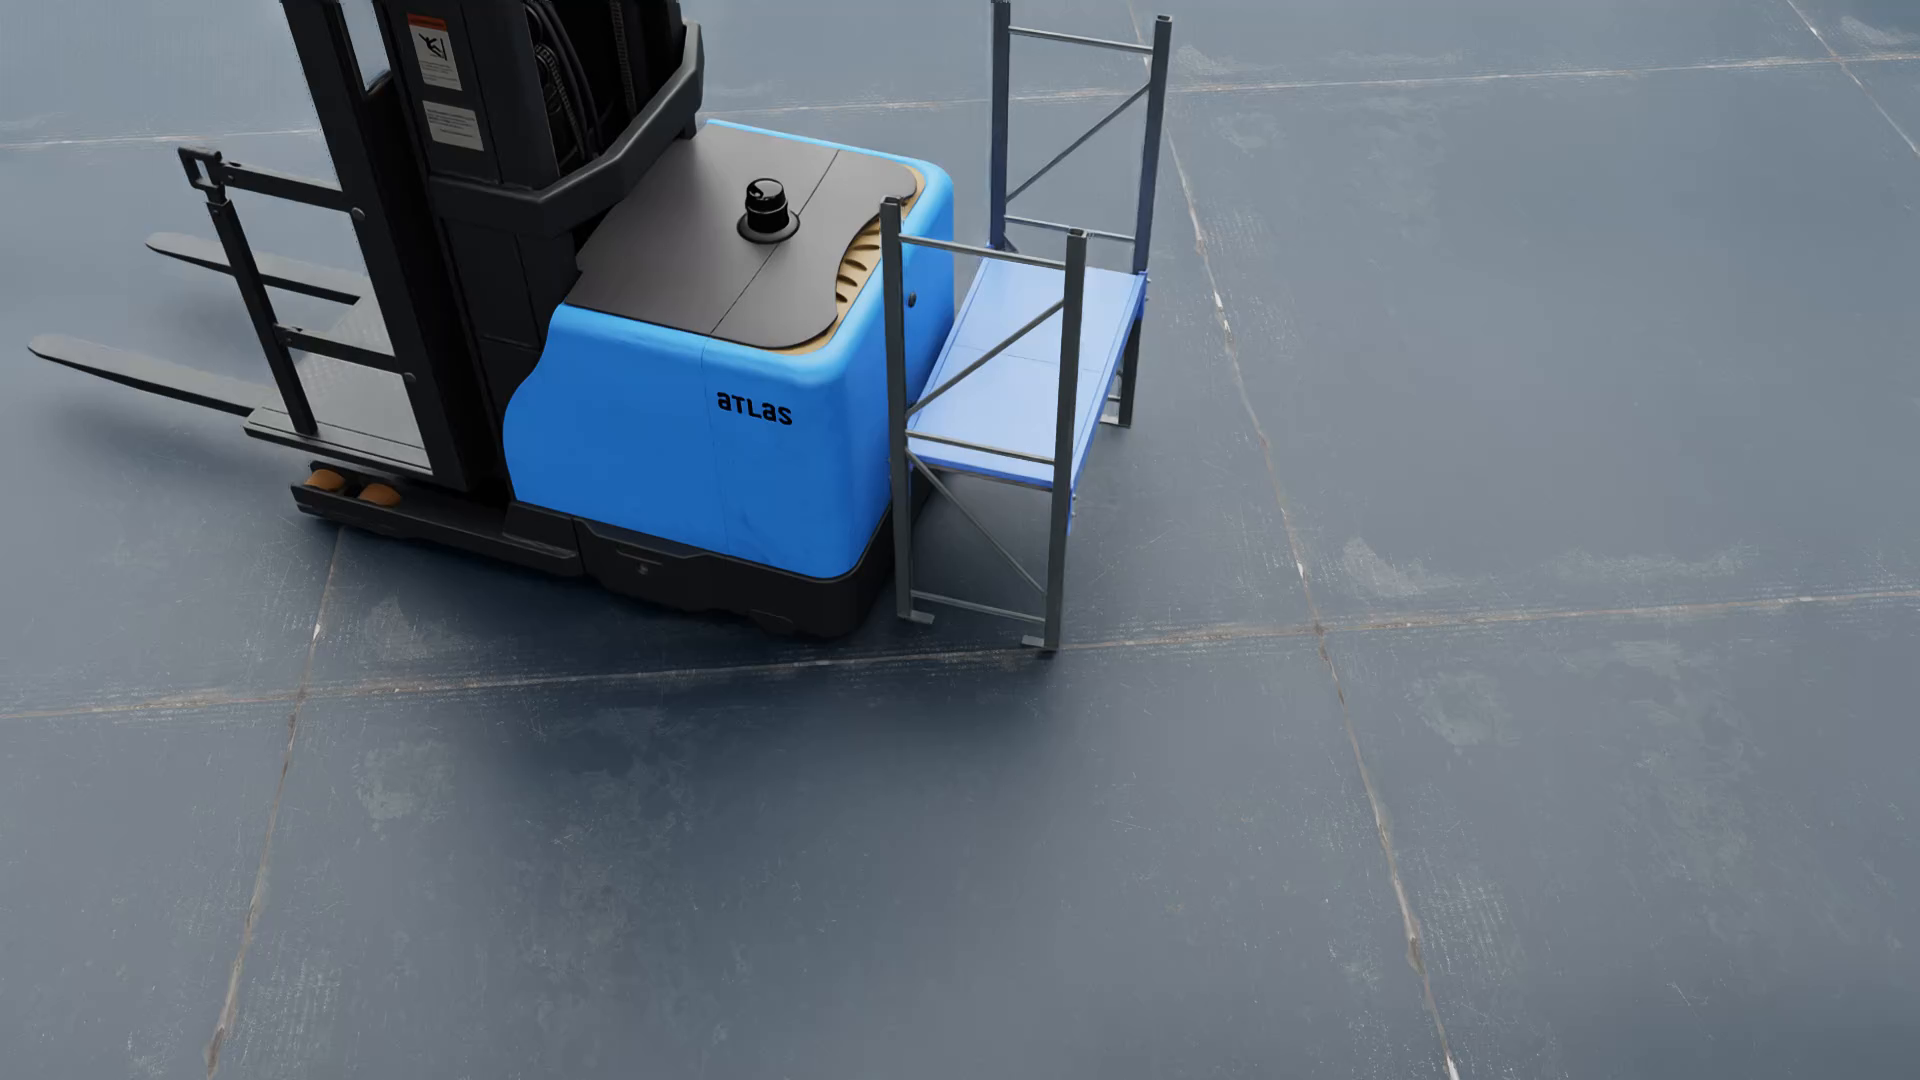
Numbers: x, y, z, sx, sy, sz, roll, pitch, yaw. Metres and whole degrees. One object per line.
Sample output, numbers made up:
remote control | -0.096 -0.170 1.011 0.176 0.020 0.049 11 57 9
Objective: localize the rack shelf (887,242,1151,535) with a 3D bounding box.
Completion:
rack shelf | 0.196 -0.475 4.915 0.538 0.185 1.000 12 48 11

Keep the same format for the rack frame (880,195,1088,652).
rack frame | 0.054 -0.245 4.449 0.500 1.500 0.032 12 48 11

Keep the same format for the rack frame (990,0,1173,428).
rack frame | 0.338 -0.953 5.120 0.500 1.500 0.032 12 48 11

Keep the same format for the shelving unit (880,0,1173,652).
shelving unit | 0.196 -0.599 4.784 0.538 1.500 1.048 12 48 11

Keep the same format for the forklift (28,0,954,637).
forklift | -1.578 -1.371 4.530 3.031 2.935 1.130 14 48 13
